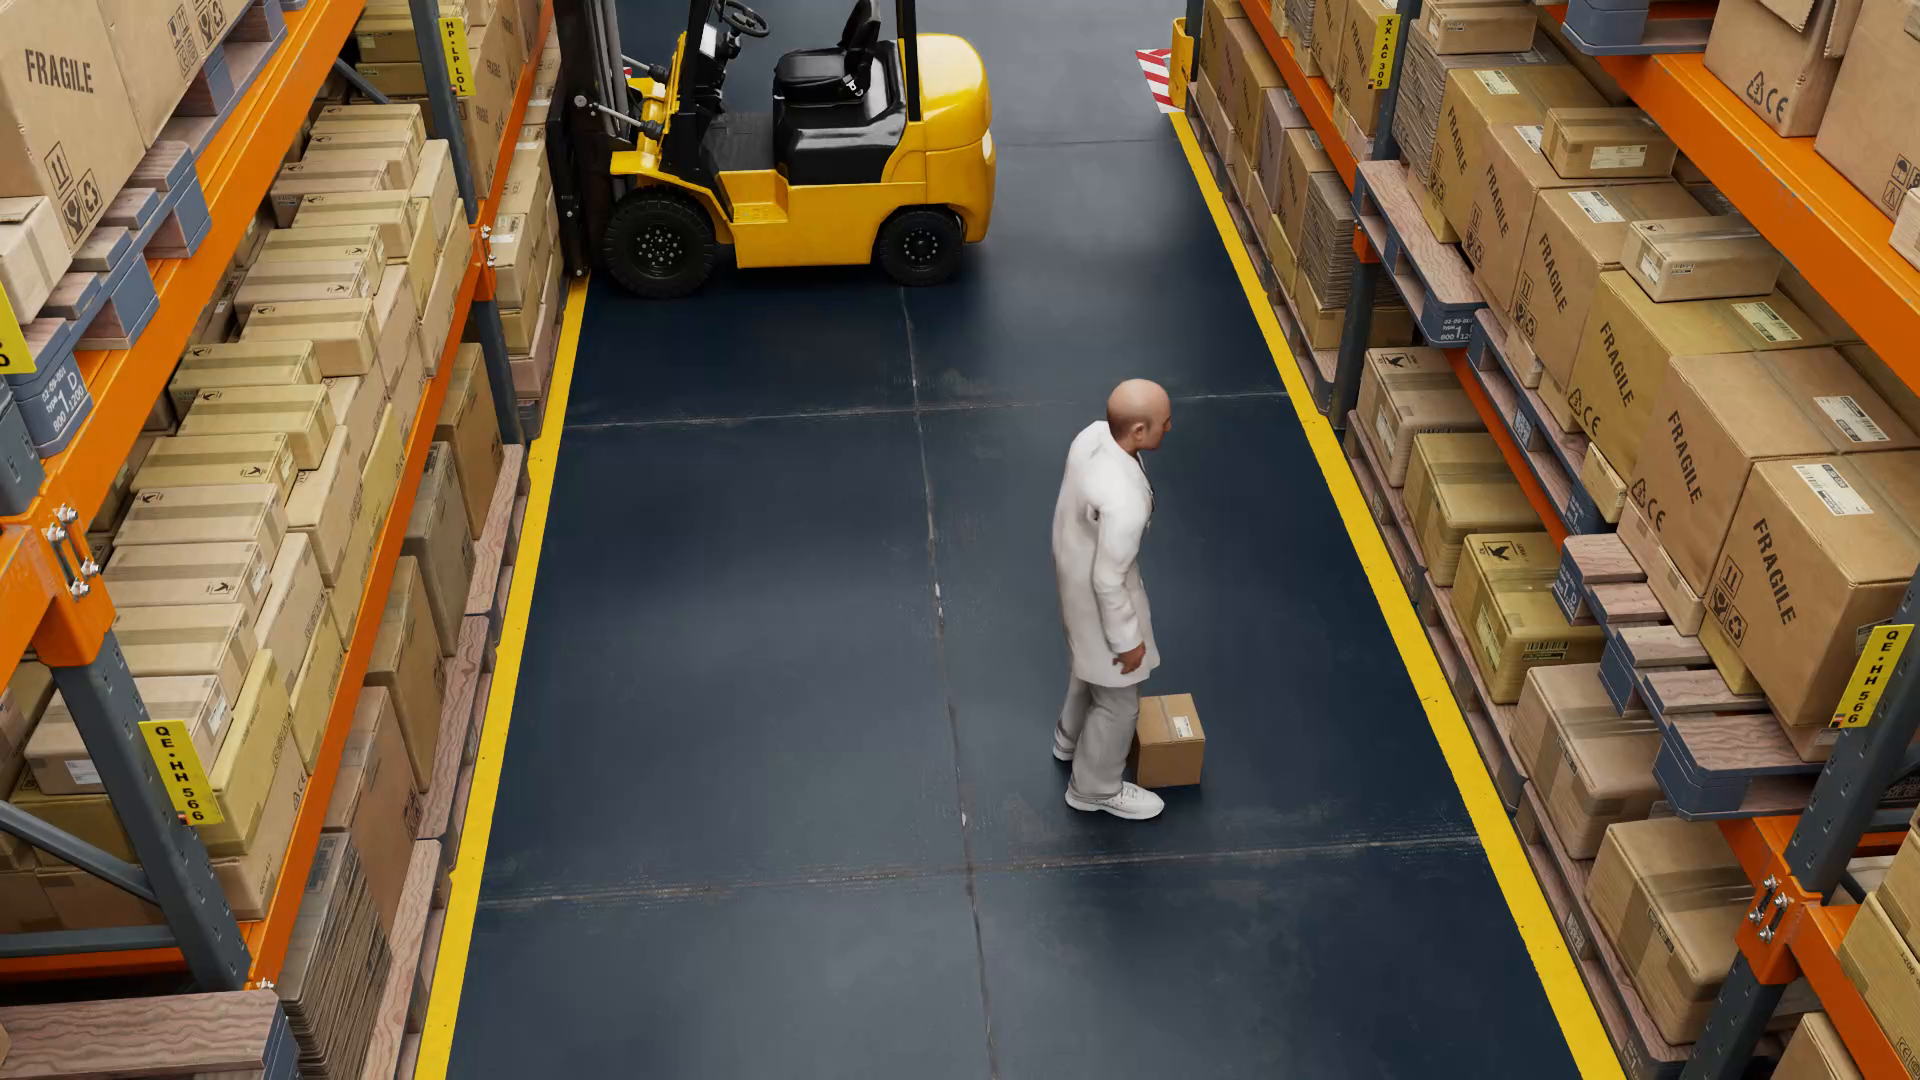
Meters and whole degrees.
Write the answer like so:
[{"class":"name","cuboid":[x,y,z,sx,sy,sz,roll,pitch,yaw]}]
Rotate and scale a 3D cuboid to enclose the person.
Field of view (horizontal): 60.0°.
[{"class":"person","cuboid":[0.539,0.200,5.915,0.424,1.774,0.643,-3,39,-4]}]
